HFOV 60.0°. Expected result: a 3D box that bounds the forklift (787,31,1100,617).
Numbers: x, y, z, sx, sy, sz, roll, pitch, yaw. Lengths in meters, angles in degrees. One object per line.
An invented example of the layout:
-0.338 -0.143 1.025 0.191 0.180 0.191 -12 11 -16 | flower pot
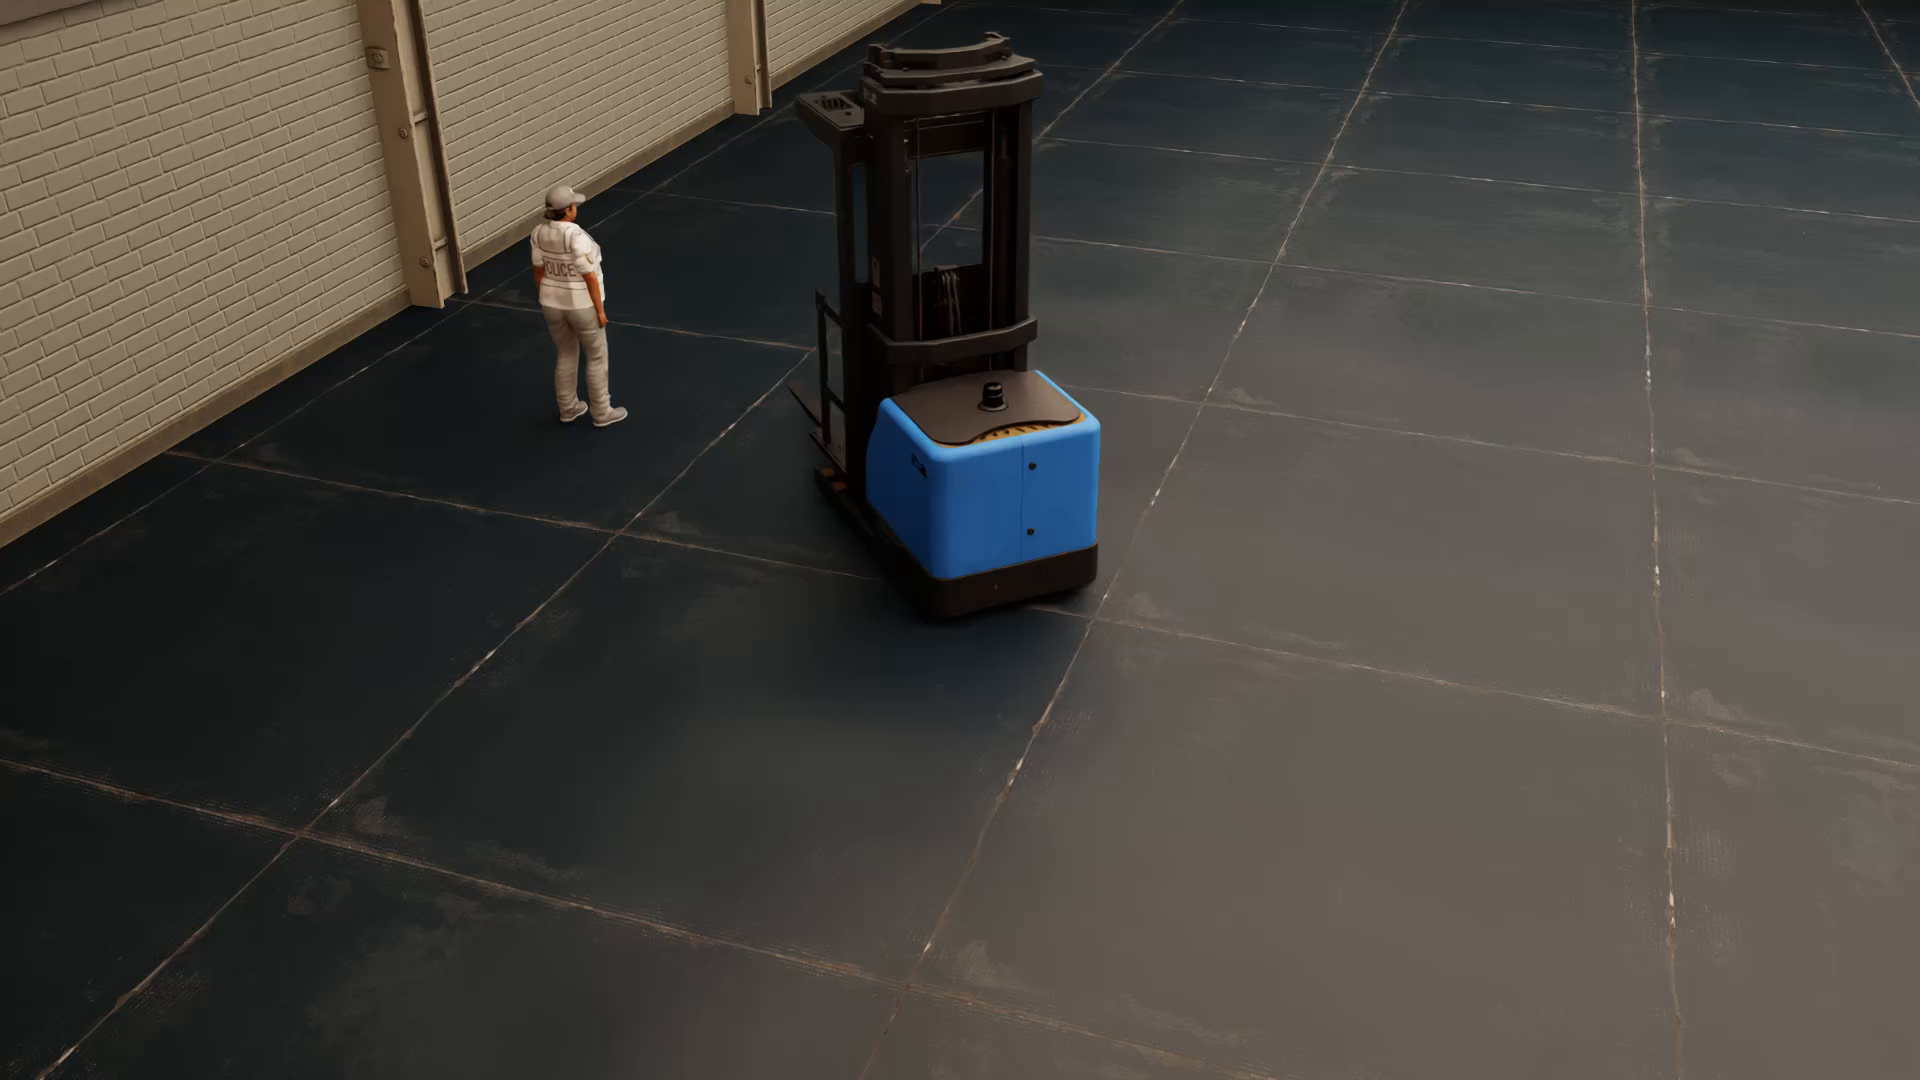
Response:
-0.277 -1.557 9.868 1.130 2.935 3.031 -12 32 -21 | forklift

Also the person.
-2.588 -1.567 11.170 0.492 1.668 0.389 12 32 20 | person
